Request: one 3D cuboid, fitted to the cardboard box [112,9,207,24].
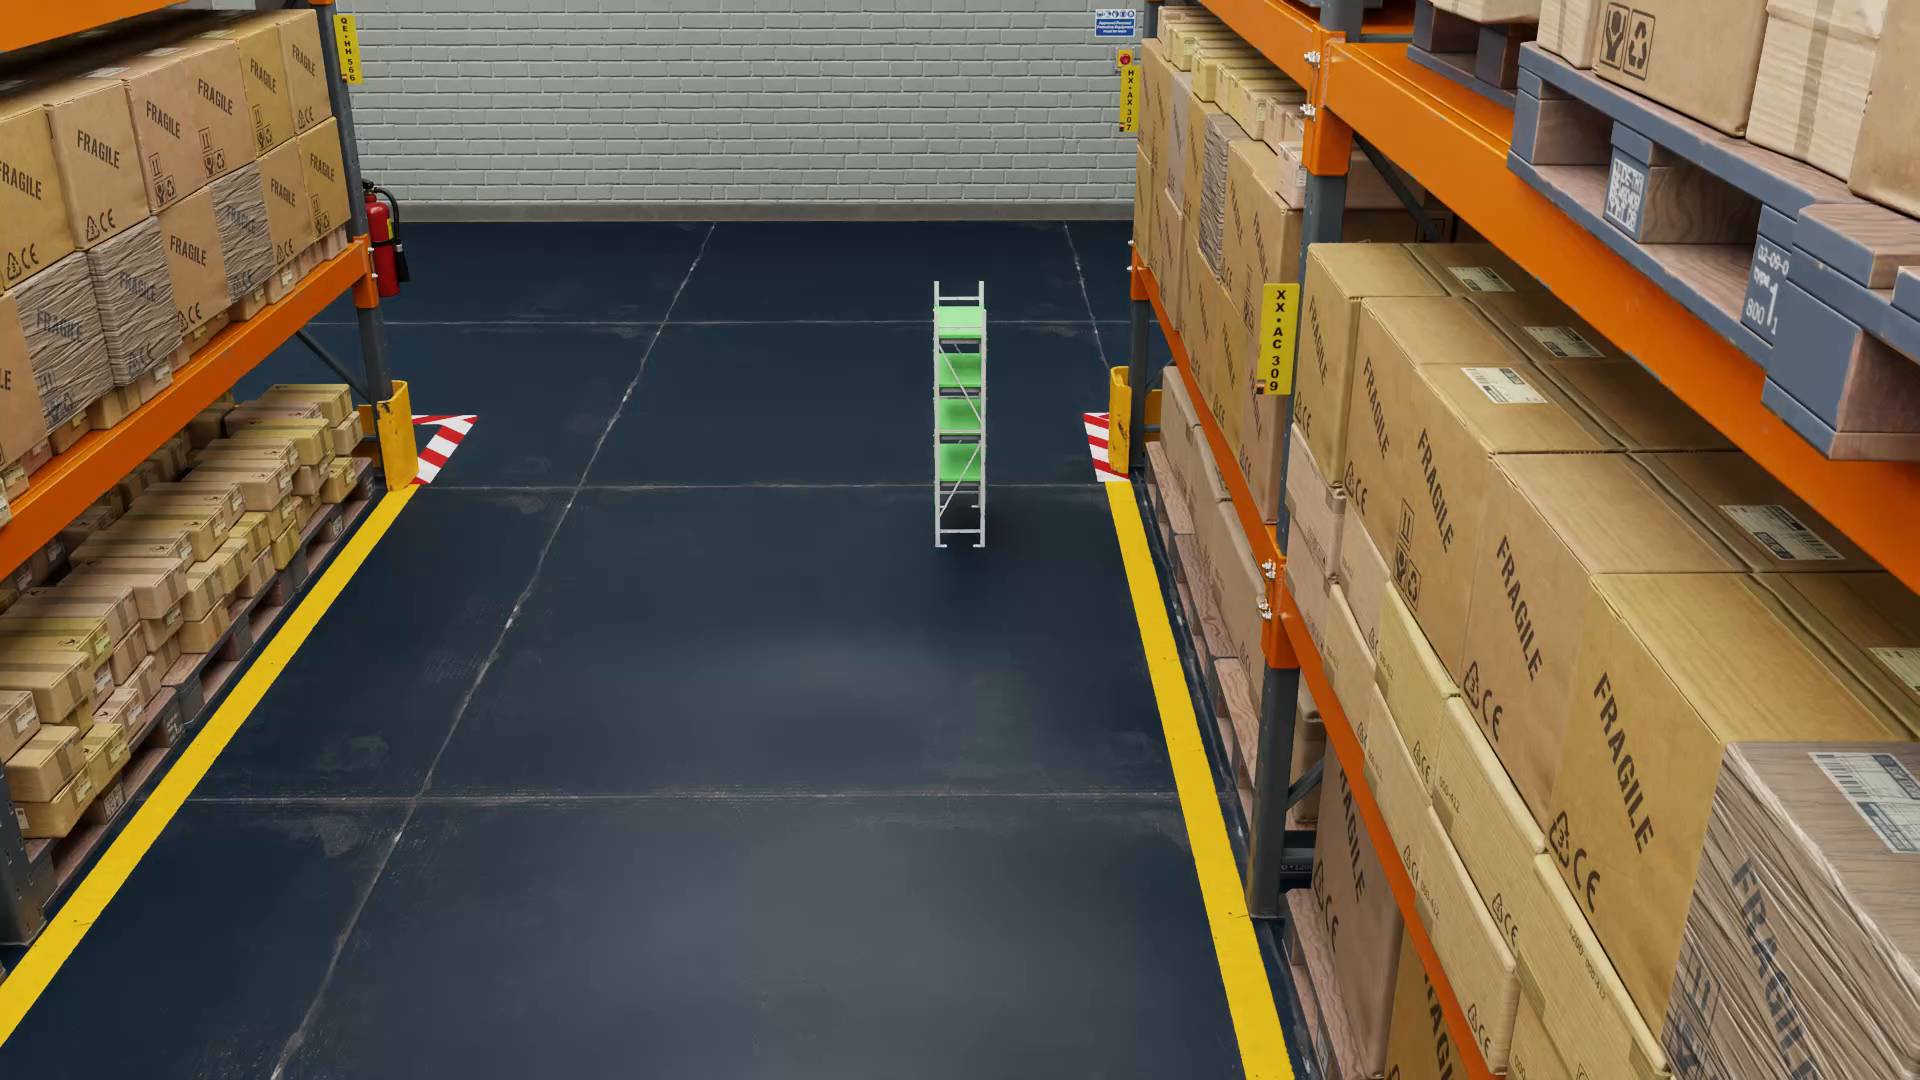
[{"bbox_3d":[-3.797,-2.175,7.724,0.500,0.500,0.500,0,24,-1],"label":"cardboard box"}]

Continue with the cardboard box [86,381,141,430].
[{"bbox_3d":[-3.236,-0.512,6.047,0.380,0.149,0.250,0,24,0],"label":"cardboard box"}]

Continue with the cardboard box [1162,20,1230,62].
[{"bbox_3d":[1.101,-2.222,7.402,0.380,0.149,0.250,0,24,1],"label":"cardboard box"}]

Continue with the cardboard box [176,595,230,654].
[{"bbox_3d":[-3.230,0.345,6.796,0.380,0.149,0.250,-1,24,-2],"label":"cardboard box"}]

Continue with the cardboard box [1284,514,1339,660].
[{"bbox_3d":[1.197,0.111,4.548,0.500,0.250,0.500,-1,24,-2],"label":"cardboard box"}]

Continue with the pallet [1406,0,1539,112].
[{"bbox_3d":[1.515,-1.042,3.507,0.805,0.209,1.217,-1,24,-3],"label":"pallet"}]

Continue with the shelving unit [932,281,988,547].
[{"bbox_3d":[-0.002,-0.615,8.154,0.258,1.200,0.503,0,24,-1],"label":"shelving unit"}]

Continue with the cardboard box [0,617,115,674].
[{"bbox_3d":[-3.285,0.400,5.955,0.380,0.149,0.250,-1,24,-1],"label":"cardboard box"}]

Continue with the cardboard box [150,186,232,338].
[{"bbox_3d":[-3.264,-1.095,6.549,0.500,0.500,0.500,1,24,2],"label":"cardboard box"}]

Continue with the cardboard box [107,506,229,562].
[{"bbox_3d":[-3.281,-0.027,6.897,0.380,0.149,0.250,0,24,0],"label":"cardboard box"}]

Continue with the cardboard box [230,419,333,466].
[{"bbox_3d":[-3.202,-0.461,7.858,0.380,0.149,0.250,-1,24,-2],"label":"cardboard box"}]

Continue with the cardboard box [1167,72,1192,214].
[{"bbox_3d":[1.159,-1.666,6.958,0.500,0.500,0.500,0,24,-1],"label":"cardboard box"}]

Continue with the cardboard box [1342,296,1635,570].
[{"bbox_3d":[1.206,-0.249,3.826,0.500,0.500,0.500,0,24,-1],"label":"cardboard box"}]

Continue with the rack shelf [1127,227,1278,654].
[{"bbox_3d":[1.434,-0.637,6.891,1.077,0.370,4.000,0,24,-1],"label":"rack shelf"}]

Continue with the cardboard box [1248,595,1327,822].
[{"bbox_3d":[1.556,0.577,5.935,0.875,0.438,0.875,-1,24,-1],"label":"cardboard box"}]

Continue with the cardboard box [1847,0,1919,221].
[{"bbox_3d":[1.299,-0.503,1.451,0.700,0.500,0.500,-1,24,-3],"label":"cardboard box"}]

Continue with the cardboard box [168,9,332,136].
[{"bbox_3d":[-3.283,-2.174,7.721,0.500,0.500,0.500,-1,24,-2],"label":"cardboard box"}]

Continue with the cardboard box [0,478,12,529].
[{"bbox_3d":[-3.169,-0.080,5.092,0.380,0.149,0.250,1,24,1],"label":"cardboard box"}]

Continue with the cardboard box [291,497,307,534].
[{"bbox_3d":[-3.286,-0.085,7.747,0.380,0.149,0.250,0,24,0],"label":"cardboard box"}]

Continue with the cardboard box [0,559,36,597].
[{"bbox_3d":[-3.829,0.189,6.421,0.380,0.149,0.250,-1,24,-3],"label":"cardboard box"}]

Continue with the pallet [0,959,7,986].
[{"bbox_3d":[-3.483,1.515,4.644,1.003,0.211,1.213,0,24,-1],"label":"pallet"}]

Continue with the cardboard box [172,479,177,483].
[{"bbox_3d":[-3.856,-0.216,7.676,0.380,0.149,0.250,0,24,1],"label":"cardboard box"}]

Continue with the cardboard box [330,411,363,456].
[{"bbox_3d":[-3.245,-0.536,8.385,0.380,0.149,0.250,-1,24,-2],"label":"cardboard box"}]

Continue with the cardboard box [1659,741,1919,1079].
[{"bbox_3d":[1.218,0.584,1.985,0.500,0.500,0.500,0,24,0],"label":"cardboard box"}]

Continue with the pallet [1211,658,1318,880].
[{"bbox_3d":[1.526,0.817,6.188,1.003,0.211,1.213,0,24,-1],"label":"pallet"}]

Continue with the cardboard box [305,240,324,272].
[{"bbox_3d":[-3.285,-1.374,7.954,0.380,0.149,0.250,0,24,-1],"label":"cardboard box"}]

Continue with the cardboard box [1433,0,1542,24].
[{"bbox_3d":[1.120,-1.069,3.107,0.380,0.166,0.250,-2,24,-4],"label":"cardboard box"}]

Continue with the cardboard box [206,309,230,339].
[{"bbox_3d":[-3.324,-0.946,7.006,0.380,0.149,0.250,-1,24,-3],"label":"cardboard box"}]

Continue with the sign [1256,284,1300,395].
[{"bbox_3d":[0.901,-0.568,4.718,0.100,0.325,0.005,0,24,-1],"label":"sign"}]

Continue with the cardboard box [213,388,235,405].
[{"bbox_3d":[-3.871,-0.671,8.321,0.380,0.149,0.250,-1,24,-3],"label":"cardboard box"}]

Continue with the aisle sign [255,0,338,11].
[{"bbox_3d":[-3.237,-2.941,7.957,0.394,0.787,0.004,0,24,-1],"label":"aisle sign"}]

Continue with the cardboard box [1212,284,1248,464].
[{"bbox_3d":[1.184,-0.588,5.788,0.500,0.500,0.500,-1,24,-2],"label":"cardboard box"}]

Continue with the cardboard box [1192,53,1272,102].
[{"bbox_3d":[1.114,-1.798,6.465,0.380,0.149,0.250,-1,24,-2],"label":"cardboard box"}]

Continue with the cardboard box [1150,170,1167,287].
[{"bbox_3d":[1.164,-1.427,7.643,0.500,0.500,0.500,-1,24,-1],"label":"cardboard box"}]

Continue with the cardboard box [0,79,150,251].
[{"bbox_3d":[-3.250,-1.321,5.836,0.500,0.500,0.500,0,24,0],"label":"cardboard box"}]

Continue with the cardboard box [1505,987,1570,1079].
[{"bbox_3d":[1.224,0.951,2.689,0.500,0.250,0.500,0,24,-1],"label":"cardboard box"}]

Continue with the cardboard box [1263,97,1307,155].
[{"bbox_3d":[1.226,-1.379,5.536,0.380,0.149,0.250,0,24,-1],"label":"cardboard box"}]

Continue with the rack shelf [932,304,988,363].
[{"bbox_3d":[-0.002,-0.994,7.982,0.258,0.148,0.480,0,24,-1],"label":"rack shelf"}]

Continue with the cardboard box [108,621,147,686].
[{"bbox_3d":[-3.308,0.430,6.249,0.380,0.149,0.250,-1,24,-3],"label":"cardboard box"}]

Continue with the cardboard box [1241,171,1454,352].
[{"bbox_3d":[1.174,-0.835,5.121,0.500,0.500,0.500,0,24,-1],"label":"cardboard box"}]

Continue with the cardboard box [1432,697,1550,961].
[{"bbox_3d":[1.199,0.514,3.049,0.500,0.250,0.500,-1,24,-2],"label":"cardboard box"}]

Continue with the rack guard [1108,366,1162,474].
[{"bbox_3d":[1.412,-0.659,9.101,1.175,0.500,0.348,0,24,-1],"label":"rack guard"}]

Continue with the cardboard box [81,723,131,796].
[{"bbox_3d":[-3.178,0.770,5.857,0.380,0.149,0.250,0,24,1],"label":"cardboard box"}]

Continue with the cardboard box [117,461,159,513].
[{"bbox_3d":[-3.794,-0.237,7.362,0.380,0.149,0.250,1,24,2],"label":"cardboard box"}]

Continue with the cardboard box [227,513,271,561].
[{"bbox_3d":[-3.235,-0.003,7.206,0.380,0.149,0.250,1,24,2],"label":"cardboard box"}]

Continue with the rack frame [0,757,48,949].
[{"bbox_3d":[-3.493,-0.076,4.779,1.000,3.000,0.127,0,24,-1],"label":"rack frame"}]
